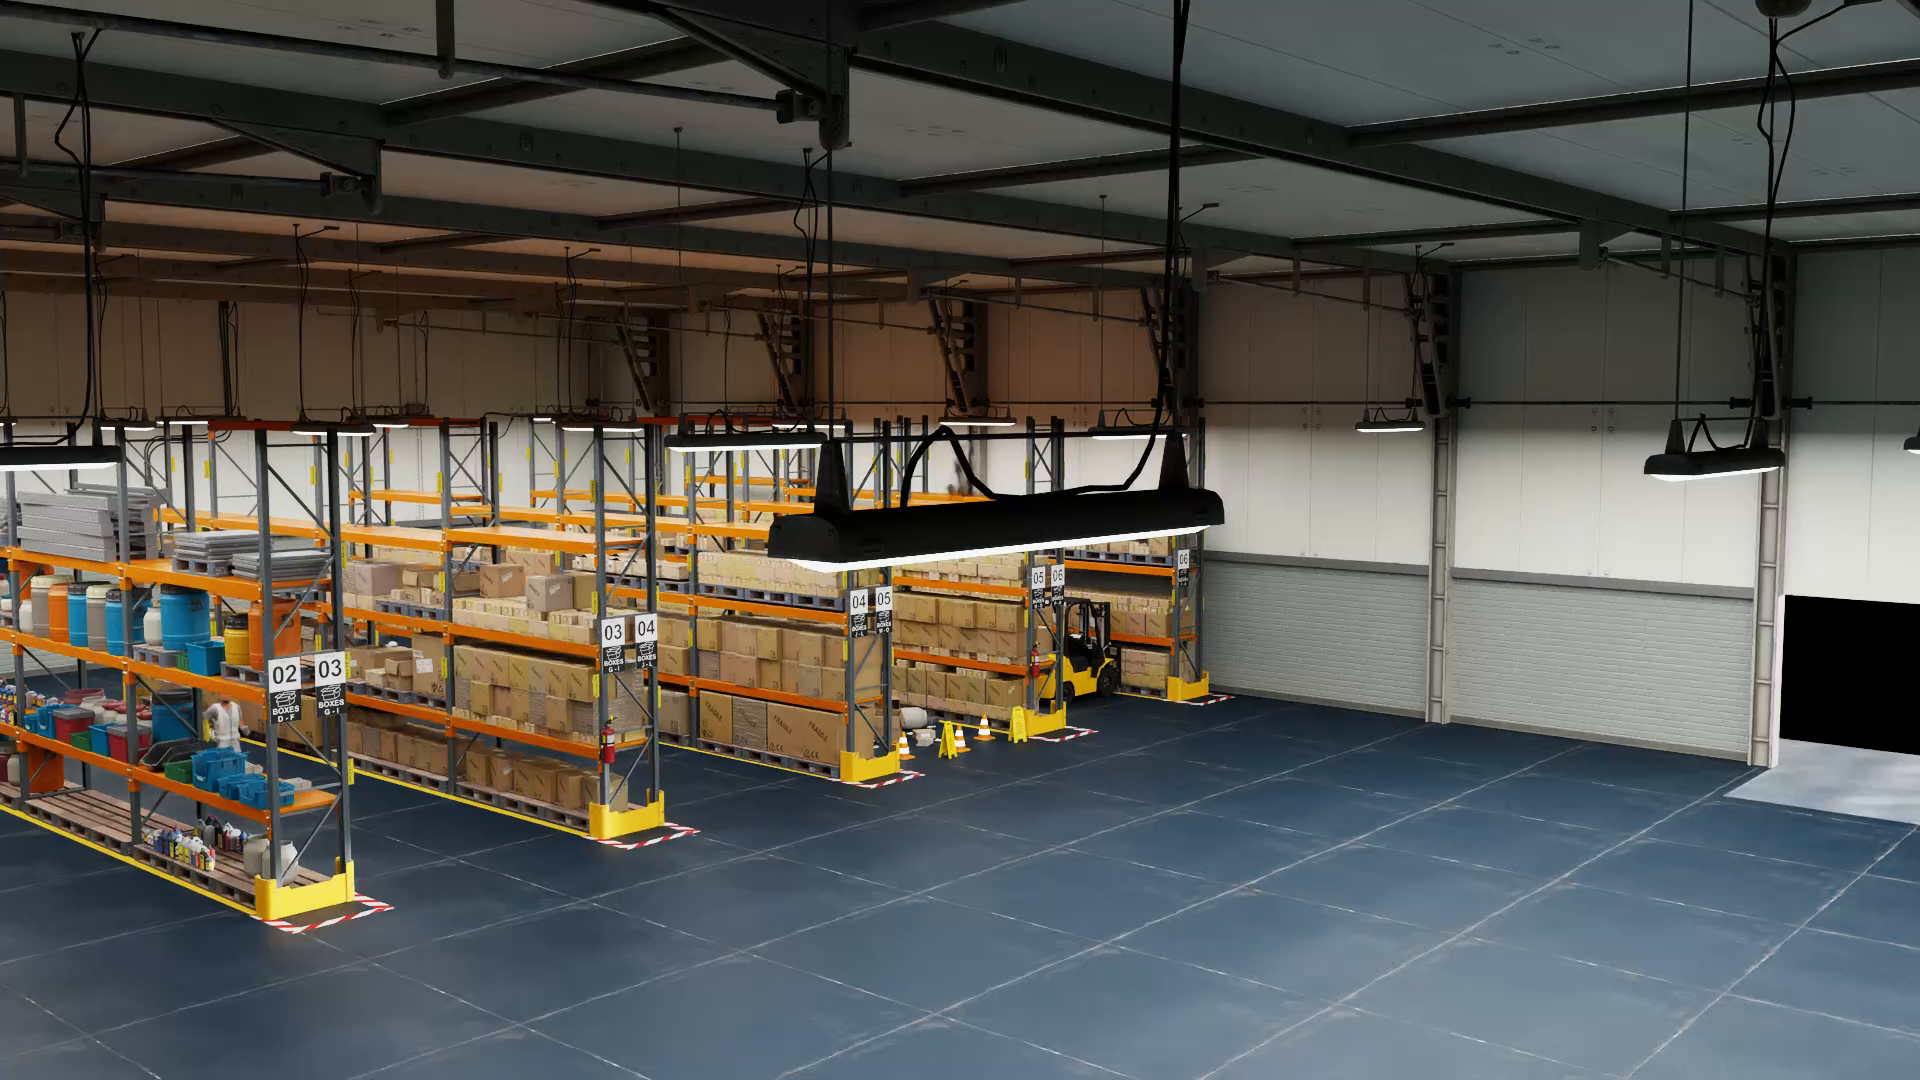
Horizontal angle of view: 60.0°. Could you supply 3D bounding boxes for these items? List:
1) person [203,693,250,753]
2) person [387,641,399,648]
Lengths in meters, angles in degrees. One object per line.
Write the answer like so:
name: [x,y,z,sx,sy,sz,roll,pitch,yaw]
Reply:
person: [-11.860,3.232,26.822,0.845,1.774,0.656,3,6,36]
person: [-10.889,2.815,31.932,0.778,1.759,0.681,4,6,42]
